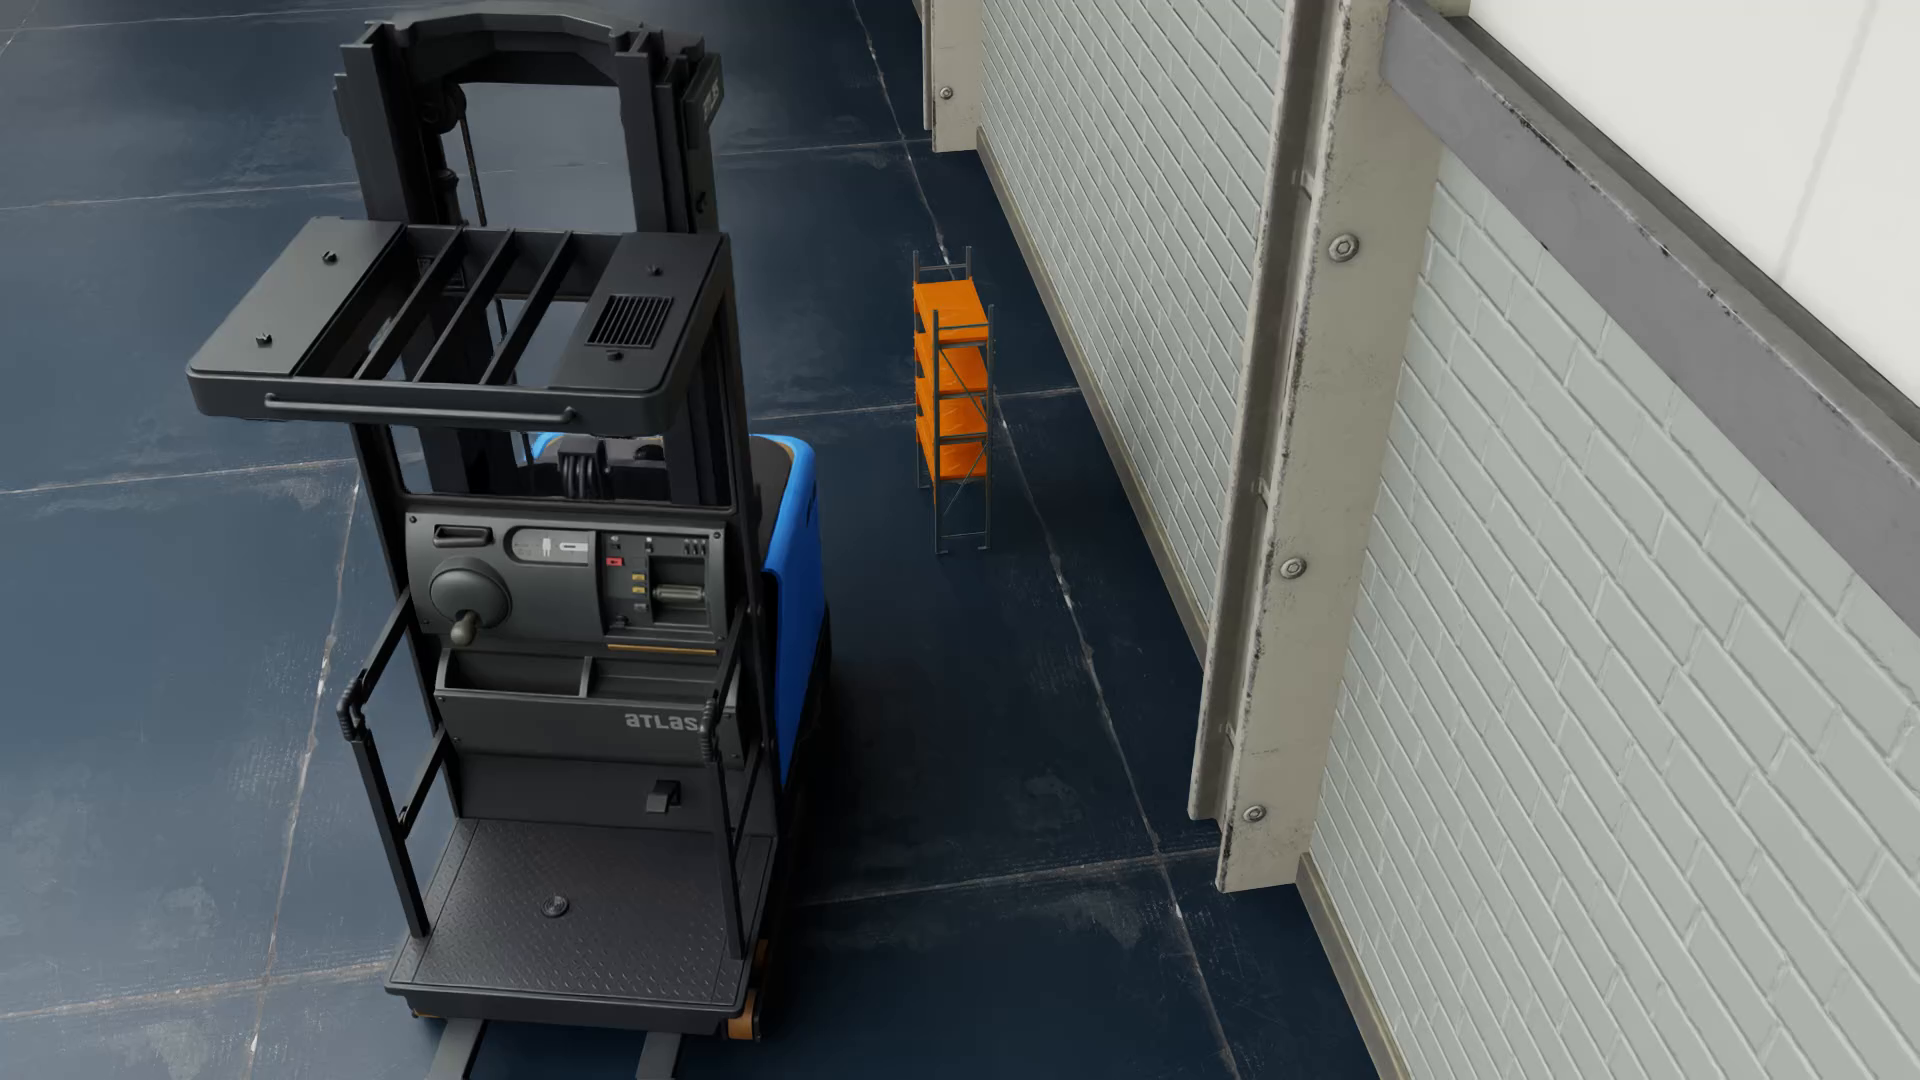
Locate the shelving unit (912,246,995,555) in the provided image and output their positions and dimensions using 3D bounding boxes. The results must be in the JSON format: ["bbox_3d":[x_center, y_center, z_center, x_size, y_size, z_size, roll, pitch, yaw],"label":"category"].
[{"bbox_3d":[-0.029,-0.574,7.011,0.258,1.200,0.503,-6,38,-8],"label":"shelving unit"}]

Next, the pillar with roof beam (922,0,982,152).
[{"bbox_3d":[-4.285,-5.642,7.177,9.100,9.000,0.400,-6,38,-8],"label":"pillar with roof beam"}]

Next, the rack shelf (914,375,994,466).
[{"bbox_3d":[-0.029,-0.521,7.052,0.258,0.148,0.480,-6,38,-8],"label":"rack shelf"}]

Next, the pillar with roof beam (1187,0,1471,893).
[{"bbox_3d":[-3.233,-2.018,2.512,9.100,9.000,0.400,-6,38,-8],"label":"pillar with roof beam"}]

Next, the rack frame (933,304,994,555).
[{"bbox_3d":[0.014,-0.426,6.821,0.240,1.200,0.015,-6,38,-8],"label":"rack frame"}]

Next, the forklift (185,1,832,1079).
[{"bbox_3d":[-1.145,0.192,4.613,1.130,2.935,3.031,3,38,4],"label":"forklift"}]

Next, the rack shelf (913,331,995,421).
[{"bbox_3d":[-0.029,-0.697,6.915,0.258,0.148,0.480,-6,38,-8],"label":"rack shelf"}]

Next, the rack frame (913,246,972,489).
[{"bbox_3d":[-0.072,-0.721,7.200,0.240,1.200,0.015,-6,38,-8],"label":"rack frame"}]

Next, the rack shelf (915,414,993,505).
[{"bbox_3d":[-0.029,-0.364,7.174,0.258,0.148,0.480,-6,38,-8],"label":"rack shelf"}]

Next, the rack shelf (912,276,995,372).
[{"bbox_3d":[-0.029,-0.884,6.770,0.258,0.148,0.480,-6,38,-8],"label":"rack shelf"}]
